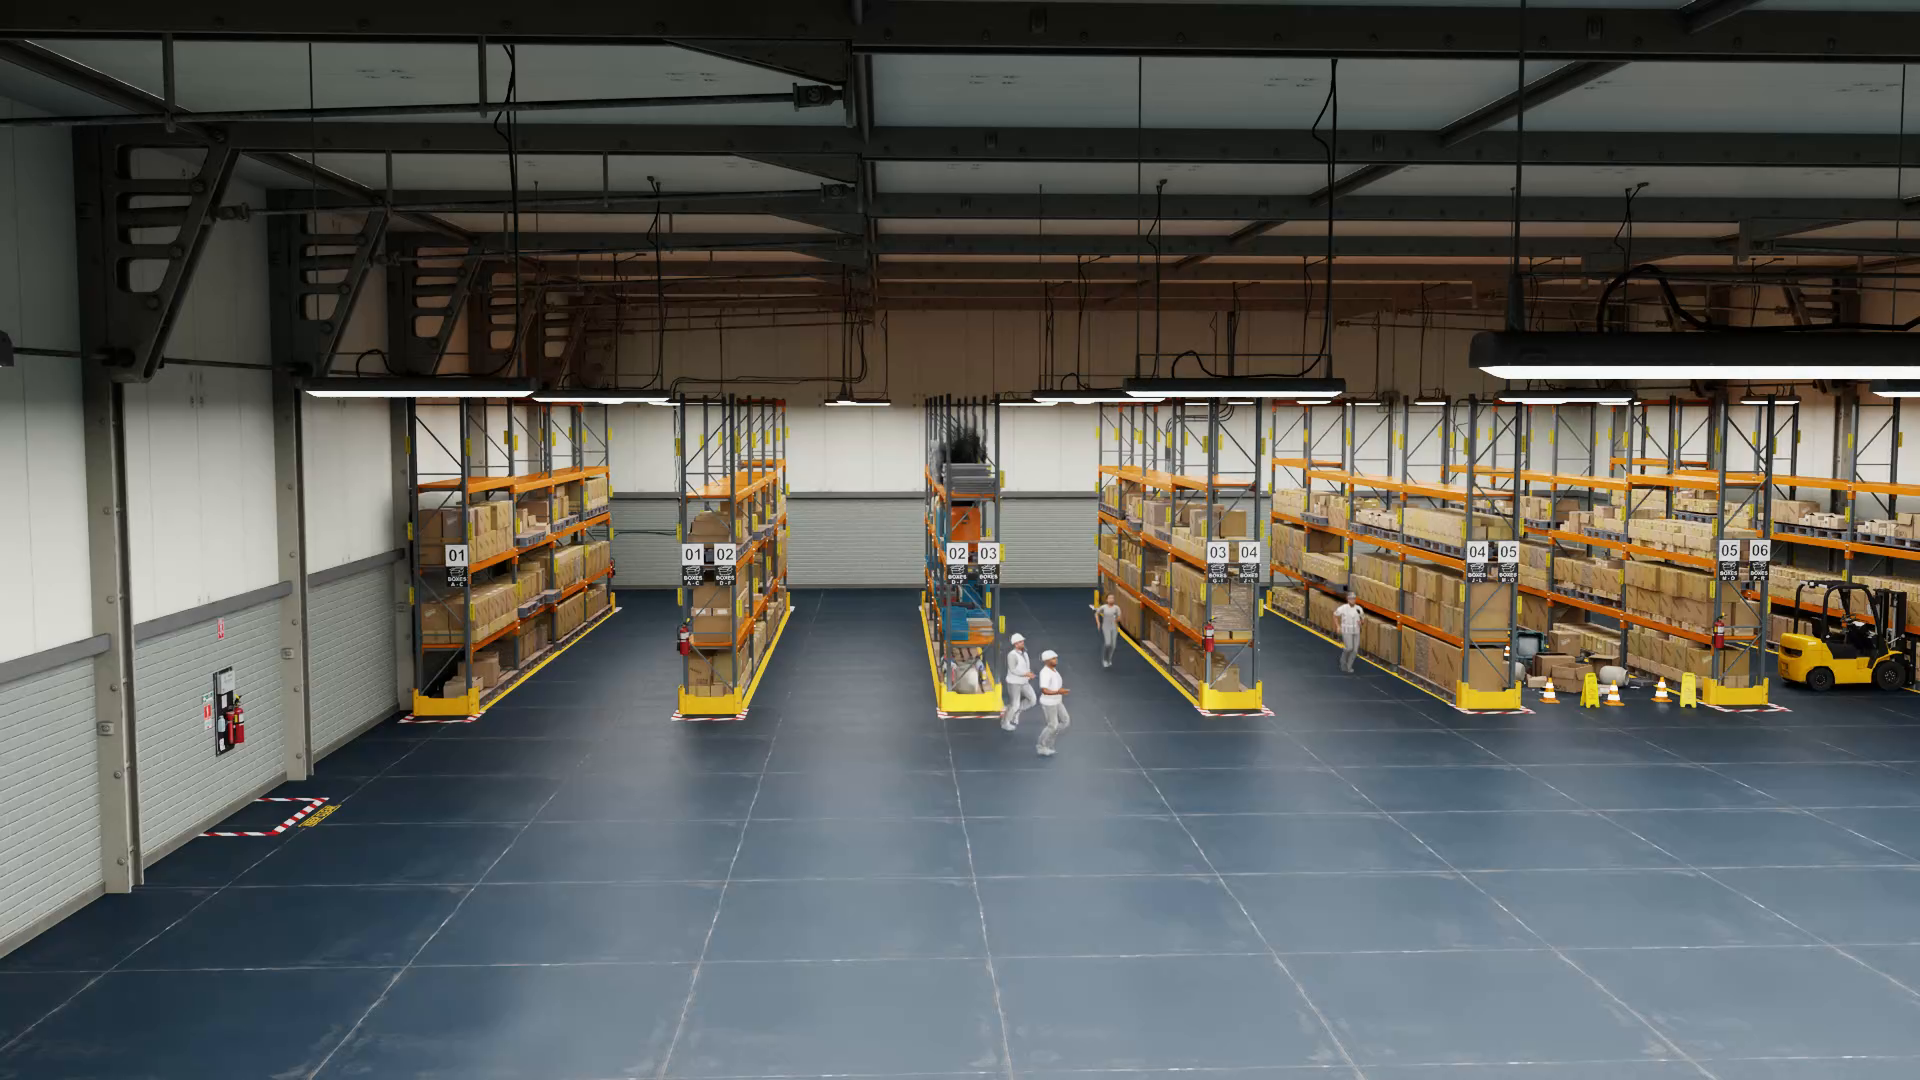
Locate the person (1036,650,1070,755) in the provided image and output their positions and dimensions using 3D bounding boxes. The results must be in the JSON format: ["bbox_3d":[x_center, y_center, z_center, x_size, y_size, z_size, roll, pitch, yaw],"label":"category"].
[{"bbox_3d":[1.559,2.686,27.385,0.626,1.750,0.680,2,5,21],"label":"person"}]

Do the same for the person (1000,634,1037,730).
[{"bbox_3d":[1.070,2.515,29.554,0.733,1.722,0.679,3,5,34],"label":"person"}]

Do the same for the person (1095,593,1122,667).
[{"bbox_3d":[3.300,1.999,36.674,0.545,1.624,0.653,-1,5,-10],"label":"person"}]

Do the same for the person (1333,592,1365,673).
[{"bbox_3d":[8.461,2.004,35.960,0.642,1.756,0.666,-1,5,-9],"label":"person"}]
